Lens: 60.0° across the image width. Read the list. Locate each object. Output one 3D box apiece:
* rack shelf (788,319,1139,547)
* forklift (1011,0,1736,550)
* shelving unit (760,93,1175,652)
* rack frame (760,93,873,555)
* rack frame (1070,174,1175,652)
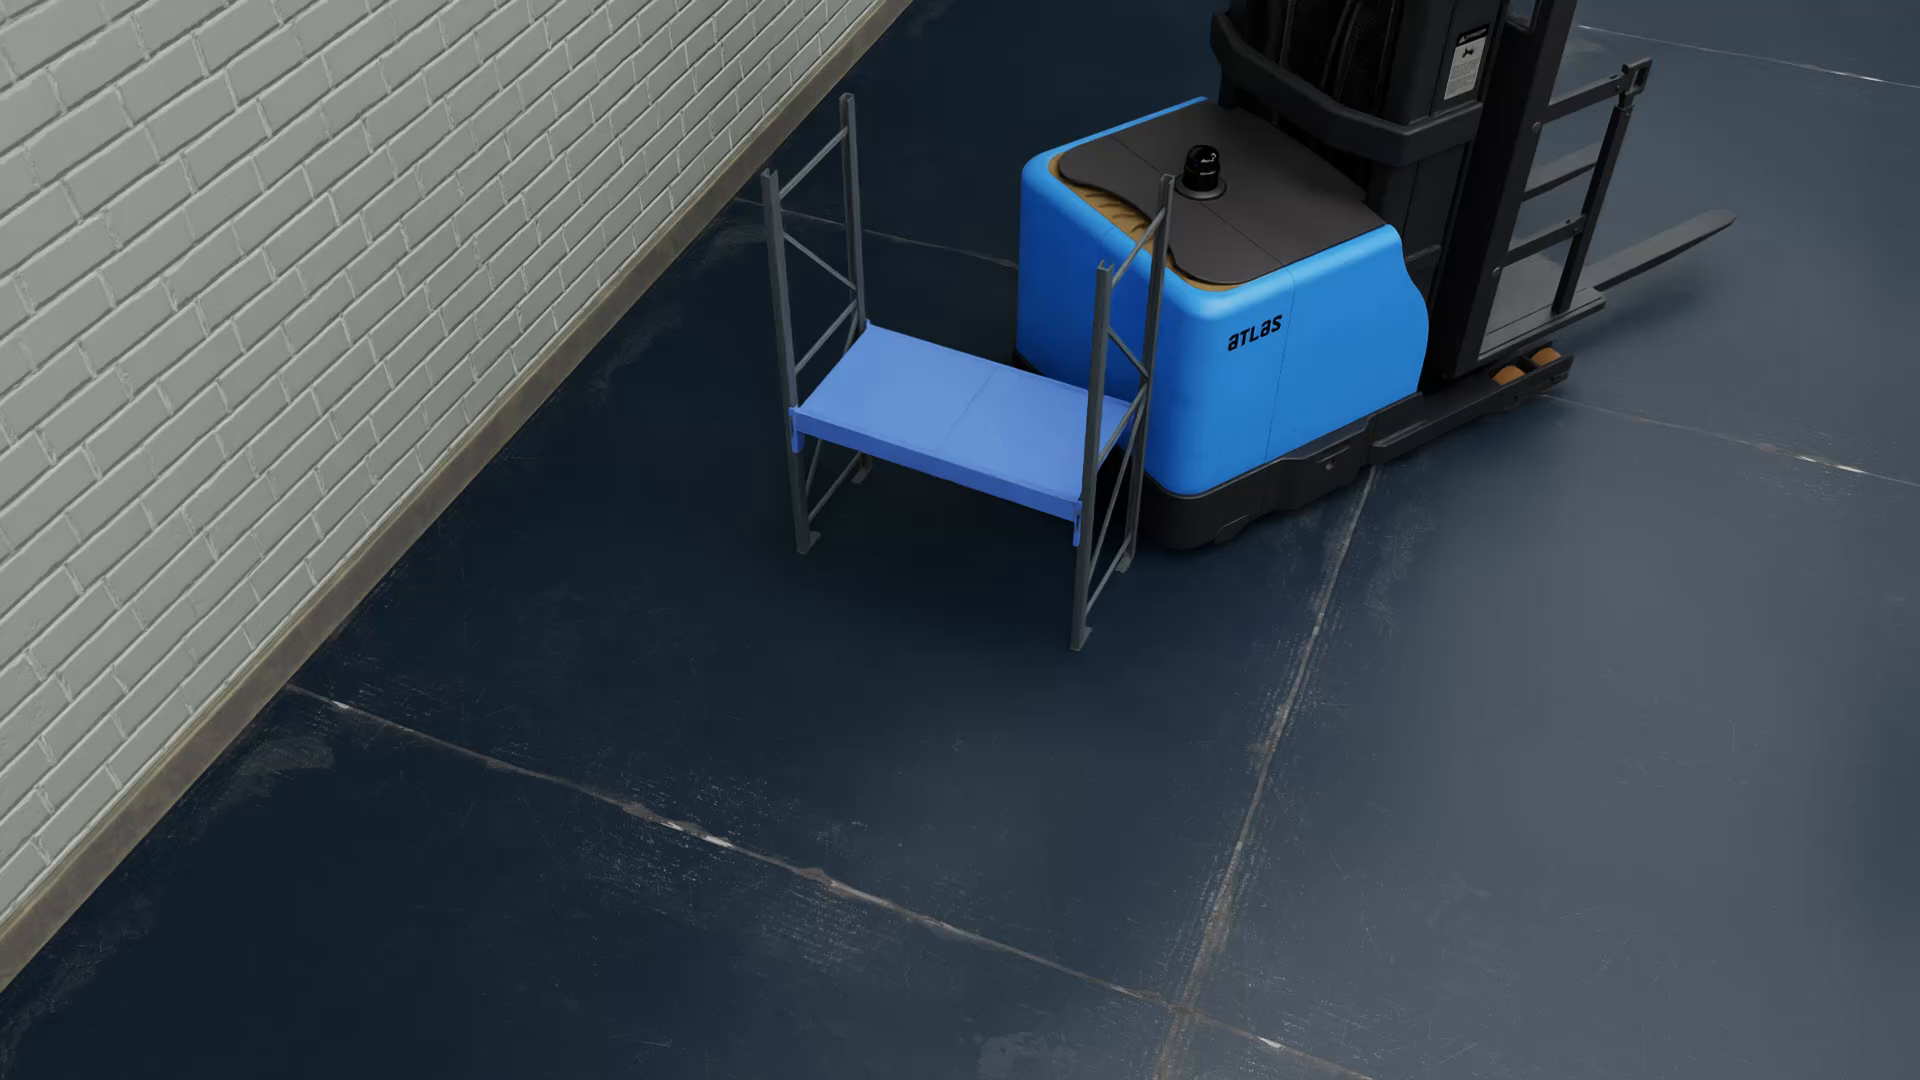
[{"bbox_3d":[0.021,-0.359,5.303,1.000,0.185,0.538,19,48,18],"label":"rack shelf"},{"bbox_3d":[1.705,-1.815,5.496,3.031,2.935,1.130,-24,50,-23],"label":"forklift"},{"bbox_3d":[0.021,-0.487,5.176,1.048,1.500,0.538,19,48,18],"label":"shelving unit"},{"bbox_3d":[-0.437,-0.642,5.332,0.032,1.500,0.500,19,48,18],"label":"rack frame"},{"bbox_3d":[0.479,-0.331,5.019,0.032,1.500,0.500,19,48,18],"label":"rack frame"}]
